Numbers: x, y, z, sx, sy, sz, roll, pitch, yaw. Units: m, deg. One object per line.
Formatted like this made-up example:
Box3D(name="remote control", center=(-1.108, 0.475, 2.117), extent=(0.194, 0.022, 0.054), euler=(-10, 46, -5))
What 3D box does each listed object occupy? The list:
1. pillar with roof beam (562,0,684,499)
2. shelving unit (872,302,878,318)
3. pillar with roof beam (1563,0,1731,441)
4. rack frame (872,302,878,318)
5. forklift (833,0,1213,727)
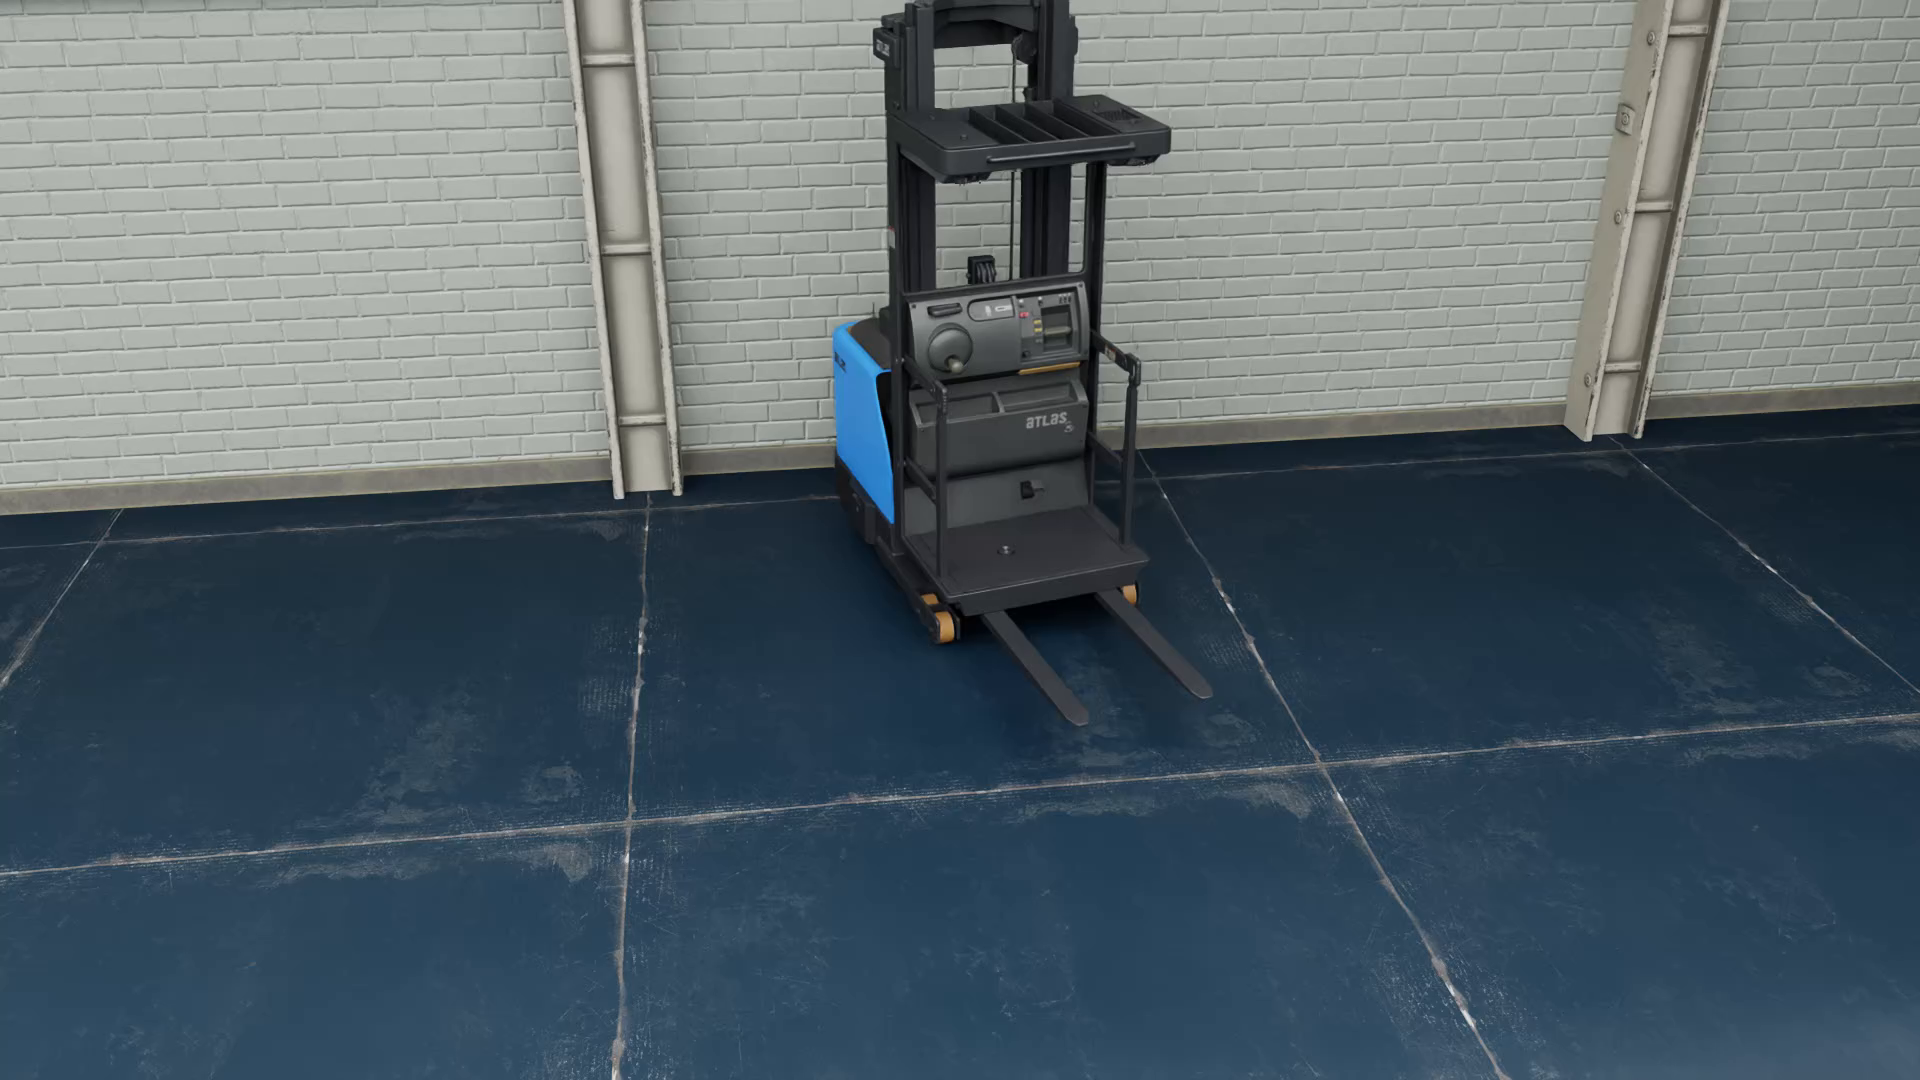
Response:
Box3D(name="pillar with roof beam", center=(-1.245, -2.379, 4.029), extent=(0.400, 9.000, 9.100), euler=(-4, 27, -7))
Box3D(name="shelving unit", center=(-0.349, -0.877, 9.796), extent=(0.252, 1.050, 0.215), euler=(-9, 25, -17))
Box3D(name="pillar with roof beam", center=(4.696, -2.760, 4.773), extent=(0.400, 9.000, 9.100), euler=(-4, 27, -7))
Box3D(name="rack frame", center=(-0.464, -0.860, 9.762), extent=(0.008, 1.050, 0.200), euler=(-9, 25, -17))
Box3D(name="forklift", center=(0.277, -1.002, 7.991), extent=(1.130, 2.935, 3.031), euler=(-10, 29, -19))
